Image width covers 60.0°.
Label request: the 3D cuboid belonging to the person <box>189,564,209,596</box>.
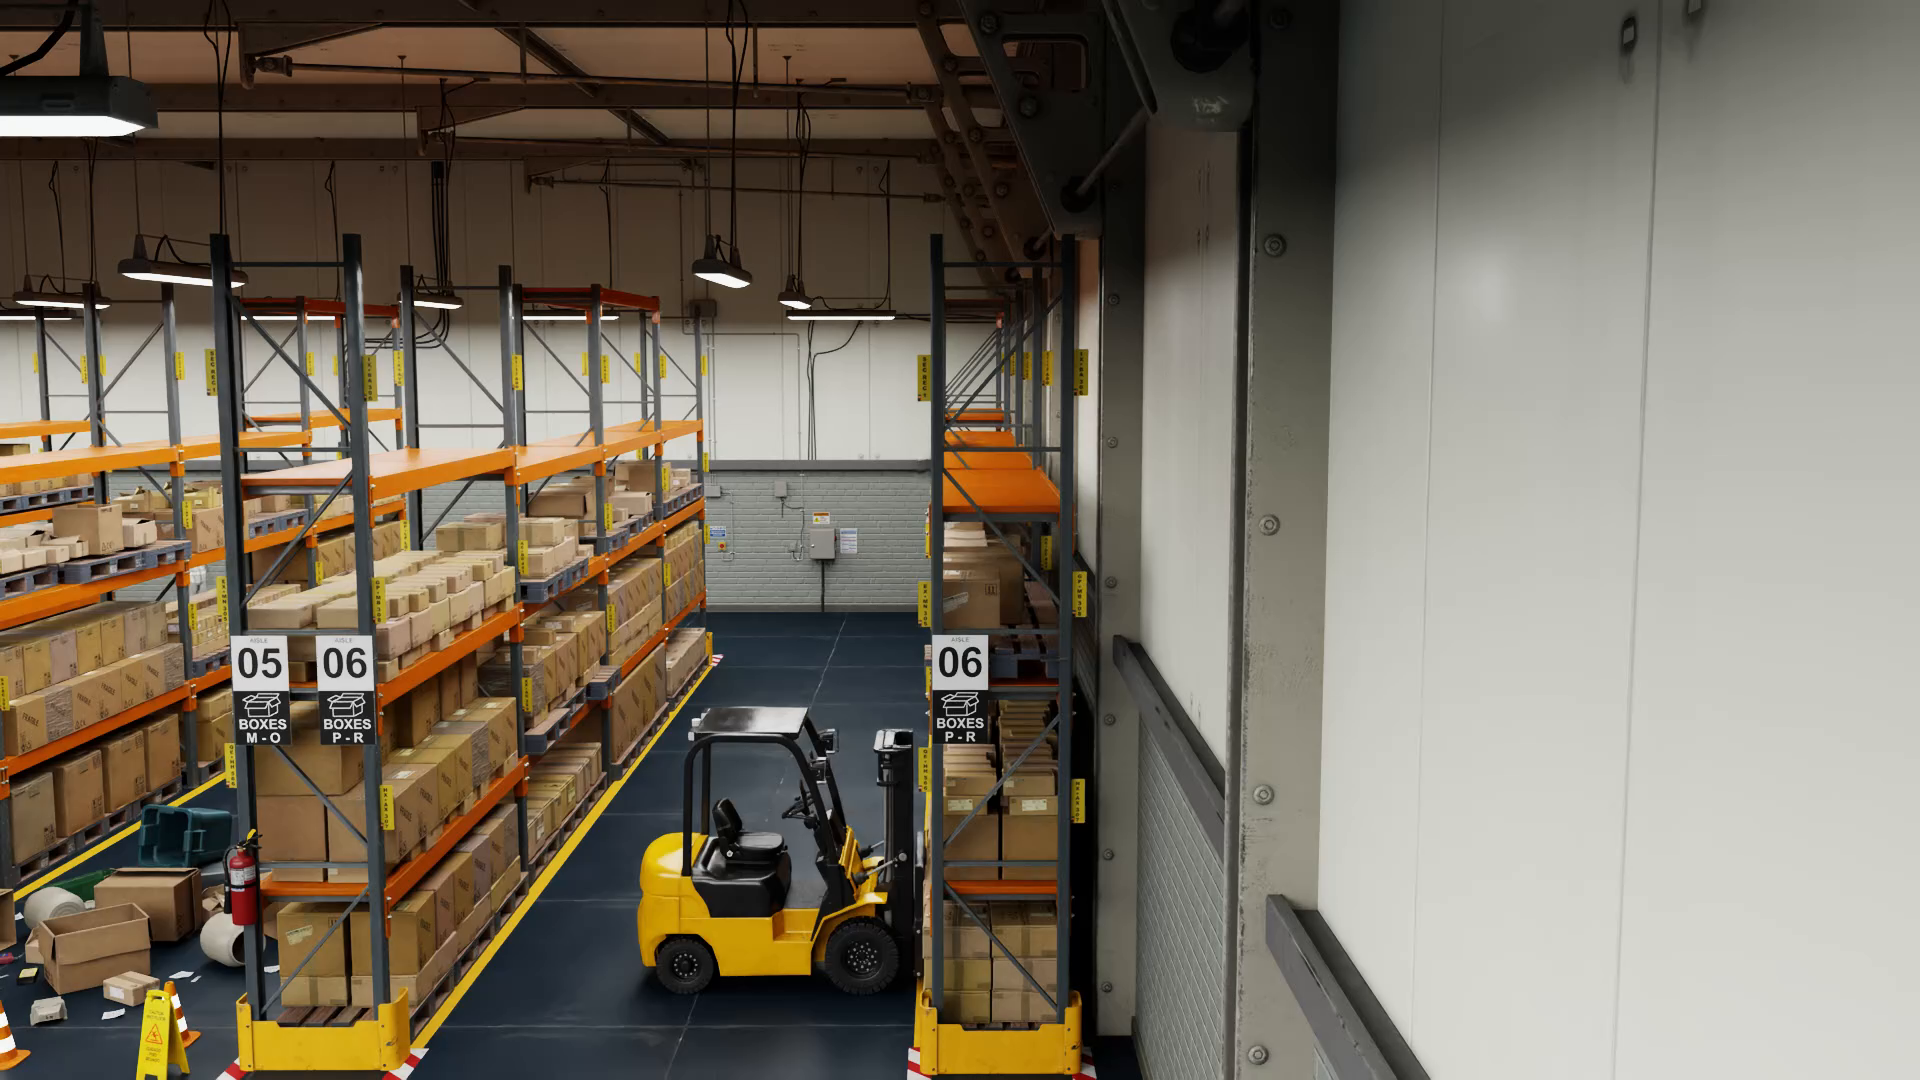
[{"bbox_3d":[-14.620,0.785,31.682,0.764,1.741,0.556,2,7,21],"label":"person"}]
